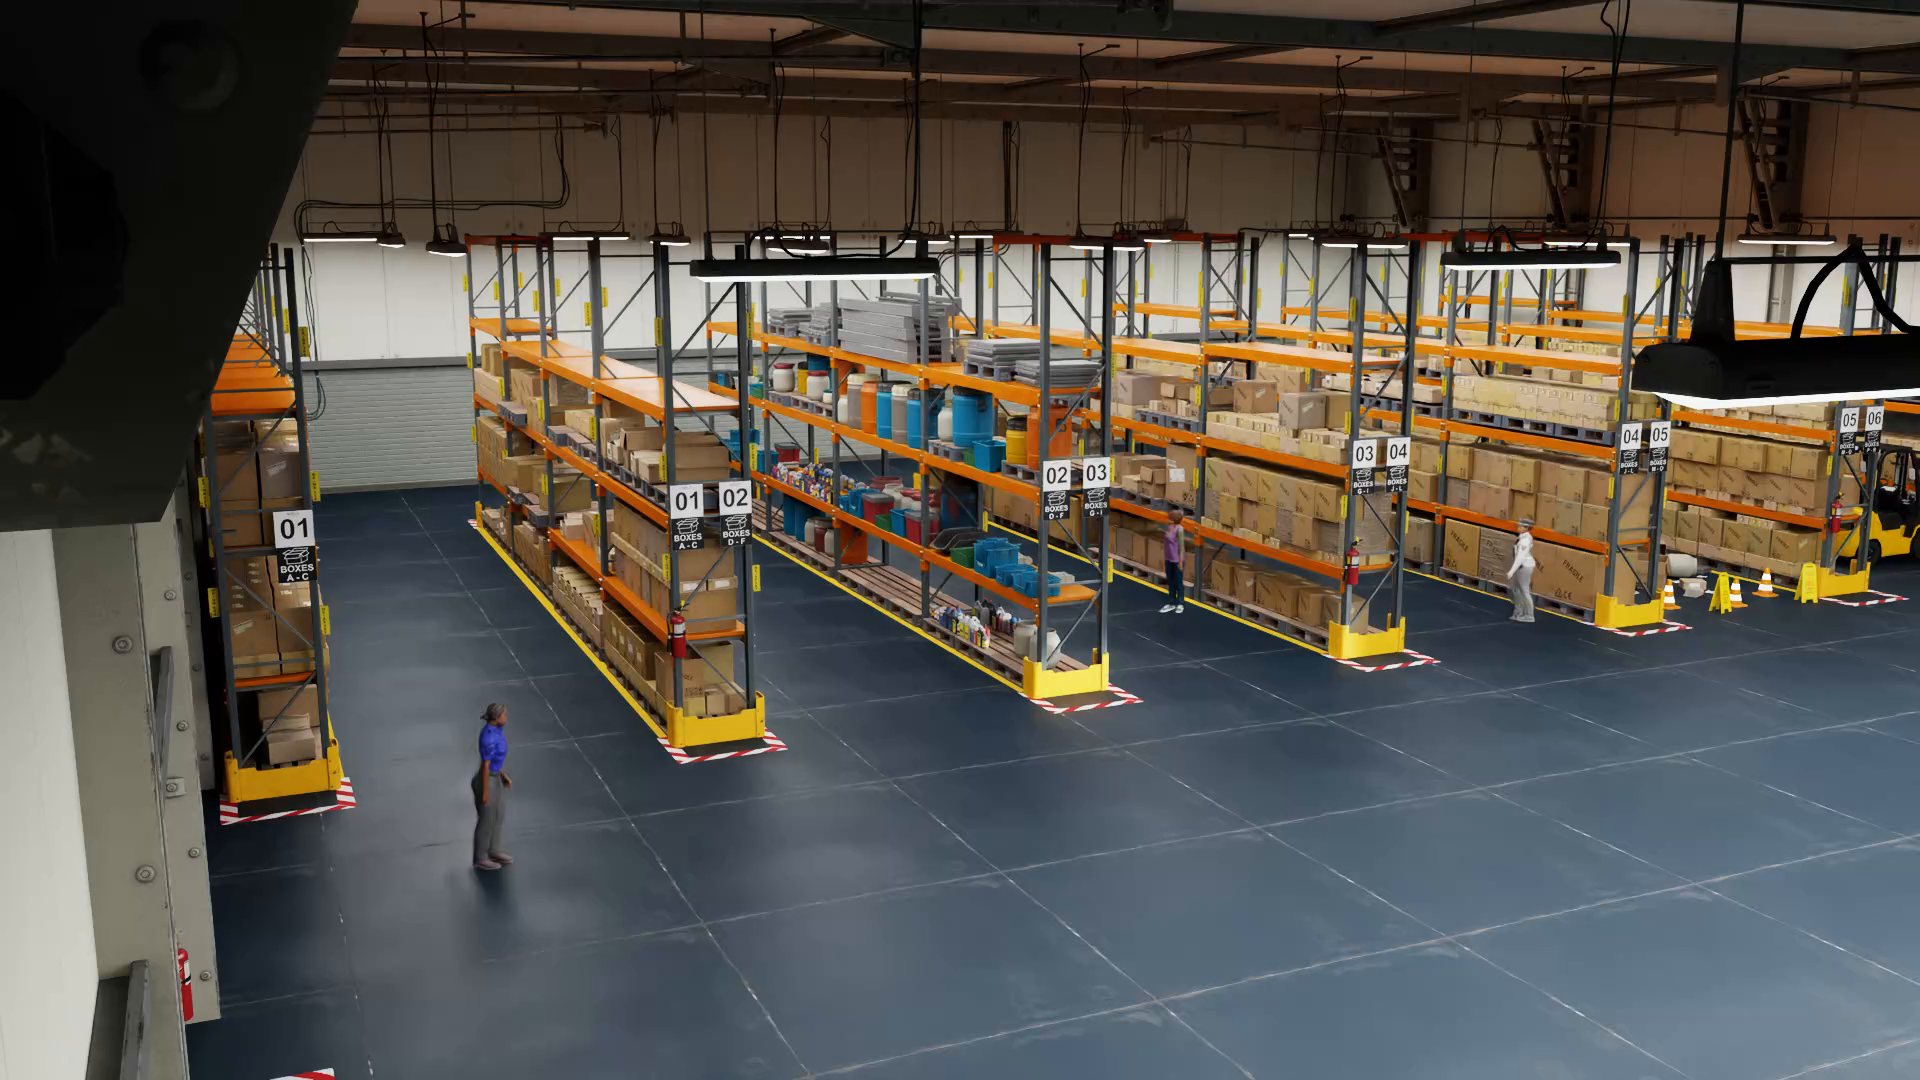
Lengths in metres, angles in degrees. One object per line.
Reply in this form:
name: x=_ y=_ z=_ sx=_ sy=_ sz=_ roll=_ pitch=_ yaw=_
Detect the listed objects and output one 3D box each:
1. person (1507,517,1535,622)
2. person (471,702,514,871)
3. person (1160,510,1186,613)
person: x=8.911 y=0.493 z=26.294 sx=0.459 sy=1.735 sz=0.605 roll=6 pitch=13 yaw=30
person: x=-4.638 y=2.408 z=16.398 sx=0.391 sy=1.663 sz=0.498 roll=-1 pitch=11 yaw=-7
person: x=3.315 y=0.333 z=25.691 sx=0.369 sy=1.621 sz=0.473 roll=-9 pitch=14 yaw=-37
